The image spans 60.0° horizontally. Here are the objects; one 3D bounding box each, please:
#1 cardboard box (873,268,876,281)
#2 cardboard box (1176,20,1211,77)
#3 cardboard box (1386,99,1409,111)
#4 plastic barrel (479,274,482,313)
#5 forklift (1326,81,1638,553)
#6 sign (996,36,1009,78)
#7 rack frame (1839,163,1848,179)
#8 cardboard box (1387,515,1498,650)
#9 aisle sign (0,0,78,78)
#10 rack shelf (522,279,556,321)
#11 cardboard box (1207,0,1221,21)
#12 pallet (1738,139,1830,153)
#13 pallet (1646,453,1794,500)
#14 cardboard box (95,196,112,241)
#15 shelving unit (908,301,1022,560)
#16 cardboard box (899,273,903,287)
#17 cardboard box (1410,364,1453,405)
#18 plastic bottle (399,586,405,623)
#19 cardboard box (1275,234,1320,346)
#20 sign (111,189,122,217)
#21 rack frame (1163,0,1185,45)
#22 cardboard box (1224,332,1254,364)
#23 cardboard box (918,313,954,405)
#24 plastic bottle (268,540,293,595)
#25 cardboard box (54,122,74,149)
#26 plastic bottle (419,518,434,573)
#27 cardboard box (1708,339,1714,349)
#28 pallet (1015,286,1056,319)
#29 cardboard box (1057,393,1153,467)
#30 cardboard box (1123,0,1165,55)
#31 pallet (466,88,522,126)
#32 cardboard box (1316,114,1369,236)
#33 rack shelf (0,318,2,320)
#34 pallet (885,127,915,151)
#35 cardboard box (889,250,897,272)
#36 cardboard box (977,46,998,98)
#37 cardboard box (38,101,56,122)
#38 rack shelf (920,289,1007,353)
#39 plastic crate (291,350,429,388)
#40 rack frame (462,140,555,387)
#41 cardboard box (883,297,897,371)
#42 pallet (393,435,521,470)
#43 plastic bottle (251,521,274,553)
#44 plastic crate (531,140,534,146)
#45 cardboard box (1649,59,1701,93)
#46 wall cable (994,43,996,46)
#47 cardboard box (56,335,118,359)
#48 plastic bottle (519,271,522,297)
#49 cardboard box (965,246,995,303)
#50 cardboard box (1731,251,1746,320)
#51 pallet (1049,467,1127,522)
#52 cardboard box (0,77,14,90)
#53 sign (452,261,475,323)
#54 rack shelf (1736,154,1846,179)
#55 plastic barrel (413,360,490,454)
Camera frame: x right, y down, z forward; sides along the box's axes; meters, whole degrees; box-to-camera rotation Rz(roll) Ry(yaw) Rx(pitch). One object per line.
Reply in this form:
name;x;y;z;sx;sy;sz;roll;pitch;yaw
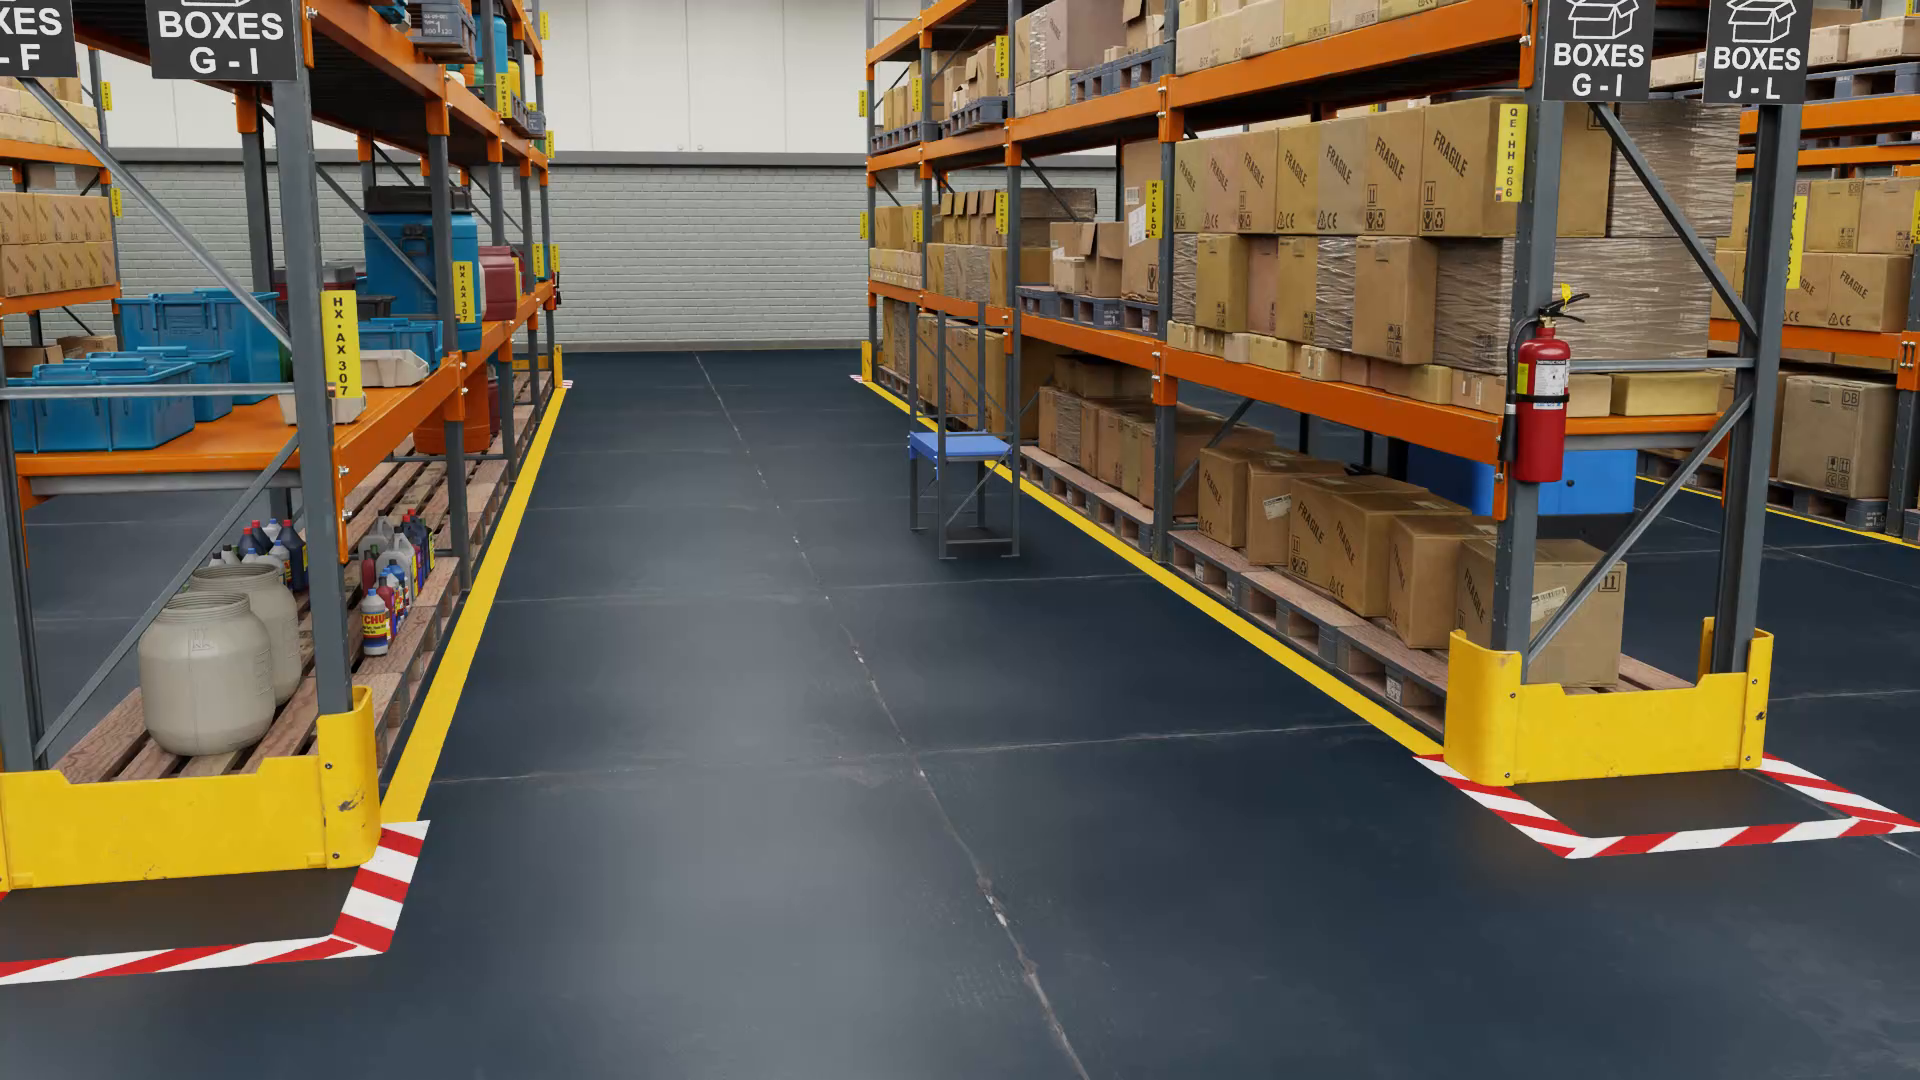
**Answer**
cardboard box;-0.877;-3.306;20.716;0.380;0.149;0.250;-2;11;-12
cardboard box;1.497;-2.661;9.032;0.500;0.250;0.500;-3;11;-13
cardboard box;4.955;-4.637;17.625;0.700;0.500;0.500;-2;11;-11
plastic barrel;-3.484;-1.703;11.322;0.421;0.512;0.421;0;11;0
forklift;3.330;-1.560;11.054;1.130;2.935;3.031;-1;11;-8
sign;0.336;-3.834;13.201;0.100;0.325;0.005;-2;11;-11
rack frame;9.825;-3.180;19.383;1.000;3.000;0.127;-2;11;-11
cardboard box;2.183;0.179;7.295;0.500;0.500;0.500;1;11;4
aisle sign;-2.697;-1.692;4.611;0.394;0.787;0.004;-2;11;-11
rack shelf;-5.143;-2.653;18.538;1.077;0.370;4.000;-2;11;-11
cardboard box;1.540;-2.831;8.862;0.380;0.149;0.250;-3;11;-14
pallet;9.676;-4.761;19.901;1.003;0.211;1.213;-2;11;-11
pallet;6.081;-0.508;12.799;1.003;0.211;1.213;-2;11;-11
cardboard box;-10.035;-3.663;18.976;0.500;0.500;0.500;-2;11;-12
shelving unit;0.017;-0.721;10.474;0.538;1.500;1.048;-2;11;-11
cardboard box;-0.477;-2.929;18.736;0.380;0.149;0.250;-2;11;-10
cardboard box;2.033;-0.630;6.657;0.380;0.149;0.250;-2;11;-11
plastic bottle;-2.572;0.276;7.530;0.097;0.201;0.097;0;11;0
cardboard box;2.003;-1.189;7.858;0.875;0.500;0.500;-2;11;-11
sign;-9.843;-3.935;19.404;0.100;0.325;0.005;-2;11;-11
rack frame;1.660;-4.300;9.220;1.000;3.000;0.127;-2;11;-11
cardboard box;1.585;-0.995;8.573;0.380;0.149;0.250;-2;11;-11
cardboard box;0.248;-1.866;17.036;1.225;0.875;0.875;-2;11;-11
plastic bottle;-3.301;0.137;8.075;0.097;0.271;0.097;0;11;0
cardboard box;-9.836;-4.326;17.781;0.500;0.250;0.500;-2;11;-11
plastic bottle;-2.781;0.022;8.647;0.061;0.283;0.133;-2;11;-8
cardboard box;9.634;-2.411;21.072;0.875;0.438;0.875;-2;11;-13
pallet;1.125;-1.865;12.987;1.213;0.211;1.003;-2;11;-11
cardboard box;1.153;-0.851;12.654;0.700;0.500;0.500;-3;11;-16
cardboard box;1.482;-3.346;10.831;0.797;0.503;0.637;-2;11;-9
pallet;-4.029;-3.431;13.182;1.003;0.211;1.213;-2;11;-11
cardboard box;1.891;-1.581;7.242;0.500;0.500;0.500;-2;11;-11
rack shelf;-9.224;-1.740;13.741;1.077;0.370;4.000;-2;11;-11
pallet;-0.278;-4.624;19.181;1.003;0.211;1.213;-2;11;-11
cardboard box;-0.537;-3.245;19.330;0.500;0.250;0.500;-2;11;-12
cardboard box;0.439;-4.080;14.695;0.500;0.500;0.500;-2;11;-8
cardboard box;-9.747;-4.480;17.251;0.500;0.250;0.500;-2;11;-11
rack shelf;0.493;-2.100;15.630;1.077;0.370;4.000;-2;11;-11
plastic crate;-2.634;-0.754;7.343;0.530;0.136;0.437;-2;11;-11
rack frame;-5.532;-3.373;20.398;1.000;3.000;0.127;-2;11;-11
cardboard box;-0.471;-2.602;20.902;0.875;0.875;0.875;-2;11;-11
pallet;-4.170;-0.679;13.702;1.003;0.211;1.213;-2;11;-11
plastic bottle;-3.448;0.076;8.184;0.144;0.351;0.185;-2;11;-9
plastic crate;-4.887;-4.347;18.198;0.437;0.136;0.530;-2;11;-11
cardboard box;5.692;-3.793;13.425;0.500;0.311;0.500;-2;11;-11
wall cable;1.608;-9.243;26.590;2.277;5.999;0.120;-2;11;-11
cardboard box;-10.044;-2.091;19.171;0.500;0.500;0.500;-2;11;-11
plastic bottle;-4.360;-2.518;16.237;0.152;0.276;0.135;-2;11;-11
cardboard box;0.348;-2.404;15.036;0.500;0.500;0.500;-2;11;-13
cardboard box;5.985;-1.835;12.048;0.500;0.500;0.500;-2;11;-10
pallet;1.267;-0.350;11.970;1.003;0.211;1.213;-2;11;-11
cardboard box;-9.704;-4.659;16.188;0.700;0.500;0.500;-2;11;-11
sign;-2.656;-1.327;8.903;0.100;0.325;0.005;-2;11;-11
rack shelf;9.436;-4.667;21.097;1.077;0.370;4.000;-2;11;-11
plastic barrel;-4.088;-1.135;13.321;0.600;0.830;0.708;-2;11;-11
